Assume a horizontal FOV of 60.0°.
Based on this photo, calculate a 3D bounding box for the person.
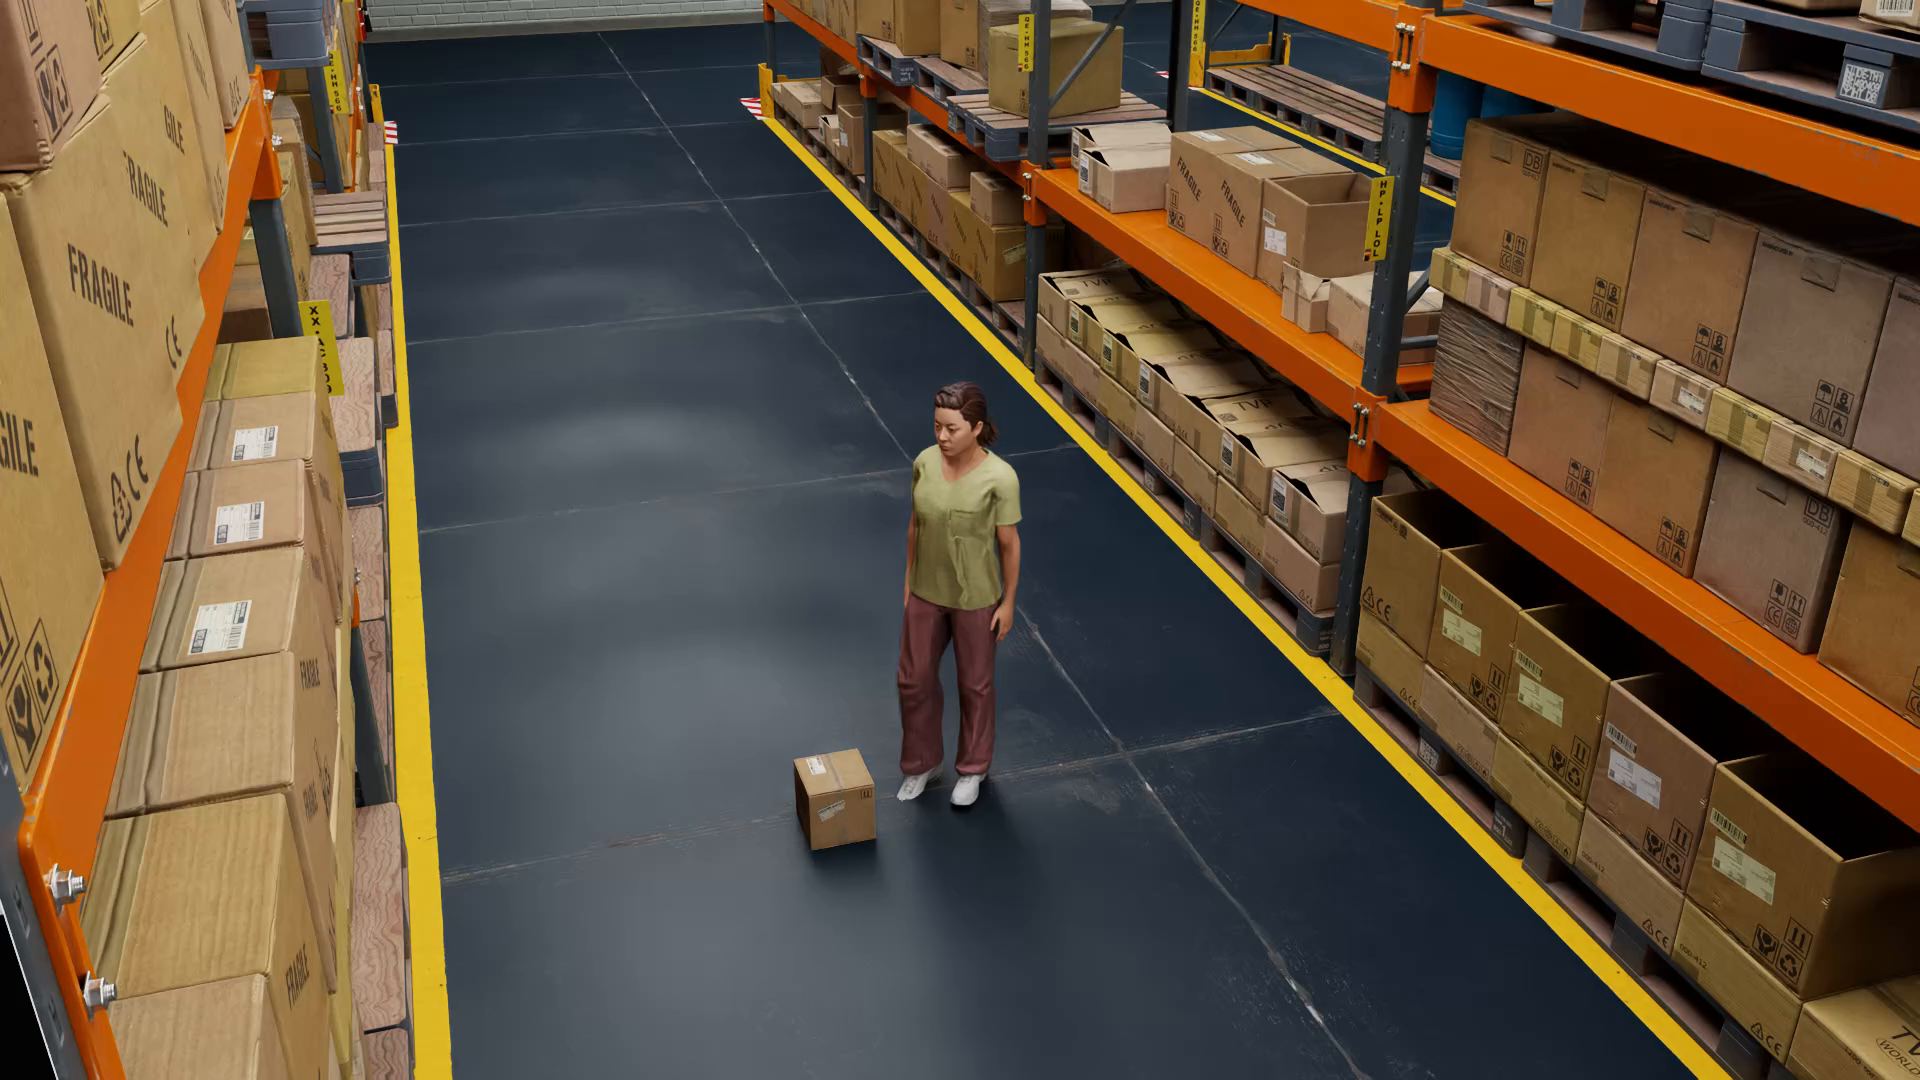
[{"bbox_3d":[-0.012,0.247,6.175,0.458,1.748,0.417,12,29,23],"label":"person"}]
